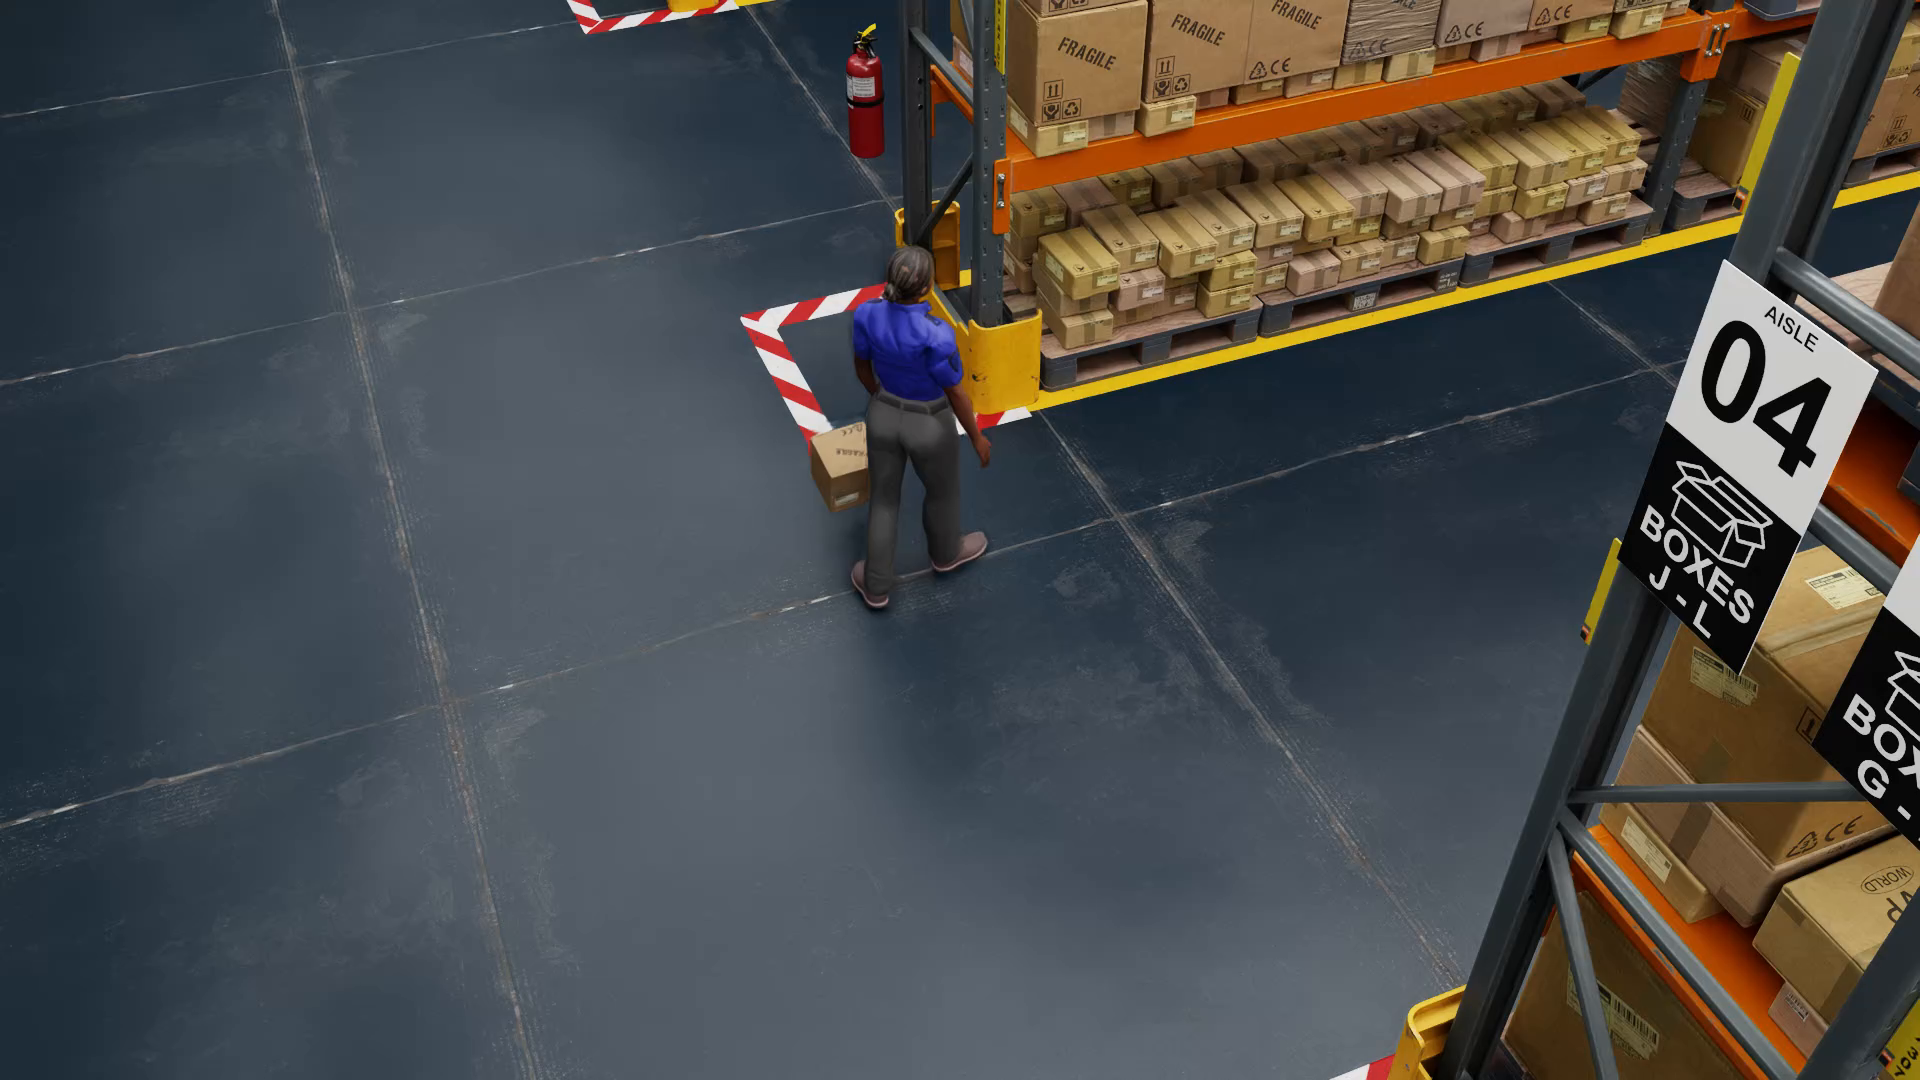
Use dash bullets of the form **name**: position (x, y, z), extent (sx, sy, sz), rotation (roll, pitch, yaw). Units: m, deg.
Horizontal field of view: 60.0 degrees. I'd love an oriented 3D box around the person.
- **person**: position (-0.150, -0.462, 6.671), extent (0.584, 1.649, 0.622), rotation (17, 45, 18)
